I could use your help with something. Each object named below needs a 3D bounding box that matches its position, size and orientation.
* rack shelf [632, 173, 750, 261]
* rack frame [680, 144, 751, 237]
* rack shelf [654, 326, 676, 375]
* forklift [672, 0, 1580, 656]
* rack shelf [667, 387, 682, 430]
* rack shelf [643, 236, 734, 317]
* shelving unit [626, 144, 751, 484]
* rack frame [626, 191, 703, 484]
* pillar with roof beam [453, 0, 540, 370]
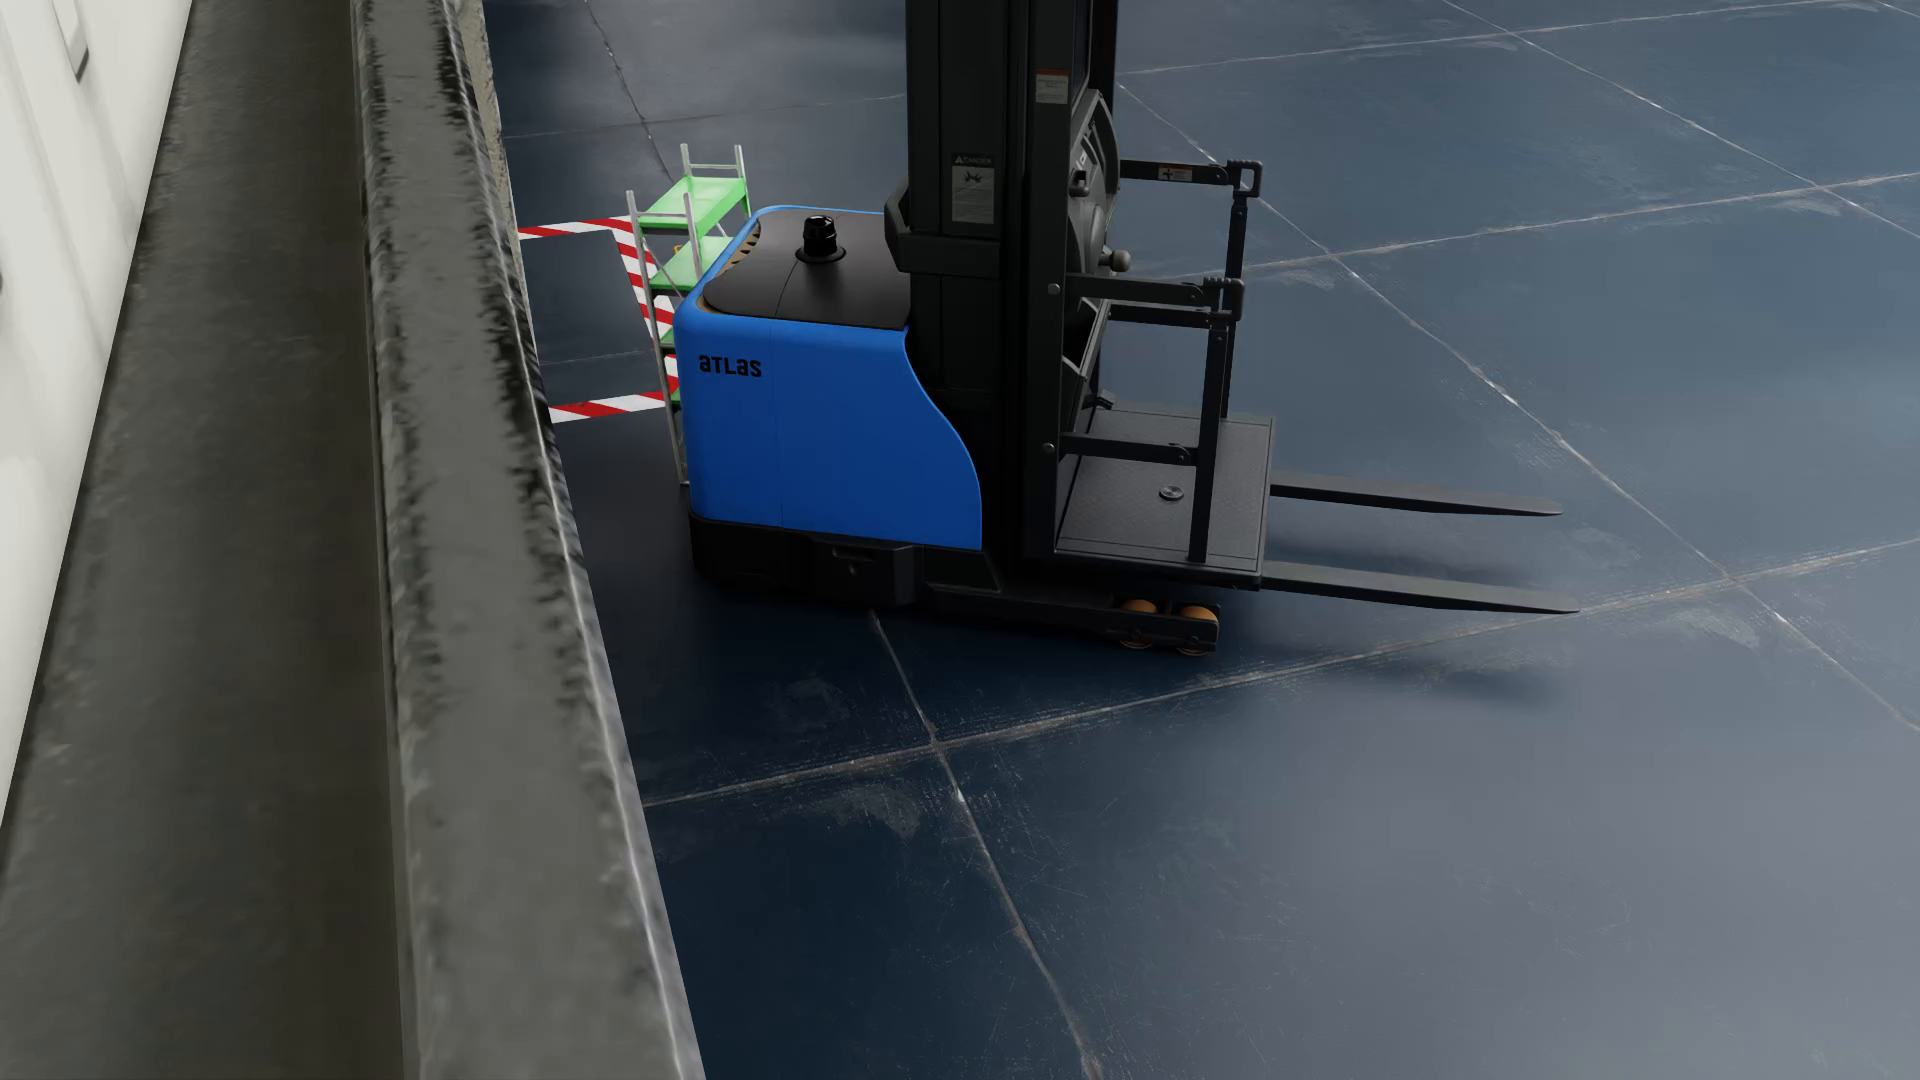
[{"bbox_3d":[-0.991,-1.202,6.165,0.258,0.148,0.480,5,34,15],"label":"rack shelf"},{"bbox_3d":[-0.898,-0.981,6.584,0.240,1.200,0.015,5,34,15],"label":"rack frame"},{"bbox_3d":[-0.958,-0.797,6.421,0.258,0.148,0.480,5,34,15],"label":"rack shelf"},{"bbox_3d":[0.617,-1.153,5.289,3.031,2.935,1.130,6,34,10],"label":"forklift"},{"bbox_3d":[-0.941,-0.595,6.549,0.258,0.148,0.480,5,34,15],"label":"rack shelf"},{"bbox_3d":[-0.974,-1.000,6.293,0.258,0.148,0.480,5,34,15],"label":"rack shelf"},{"bbox_3d":[-0.962,-0.851,6.387,0.258,1.200,0.503,5,34,15],"label":"shelving unit"},{"bbox_3d":[-1.026,-0.721,6.191,0.240,1.200,0.015,5,34,15],"label":"rack frame"},{"bbox_3d":[2.897,-3.635,3.543,9.100,9.000,0.400,-10,35,-15],"label":"pillar with roof beam"}]
